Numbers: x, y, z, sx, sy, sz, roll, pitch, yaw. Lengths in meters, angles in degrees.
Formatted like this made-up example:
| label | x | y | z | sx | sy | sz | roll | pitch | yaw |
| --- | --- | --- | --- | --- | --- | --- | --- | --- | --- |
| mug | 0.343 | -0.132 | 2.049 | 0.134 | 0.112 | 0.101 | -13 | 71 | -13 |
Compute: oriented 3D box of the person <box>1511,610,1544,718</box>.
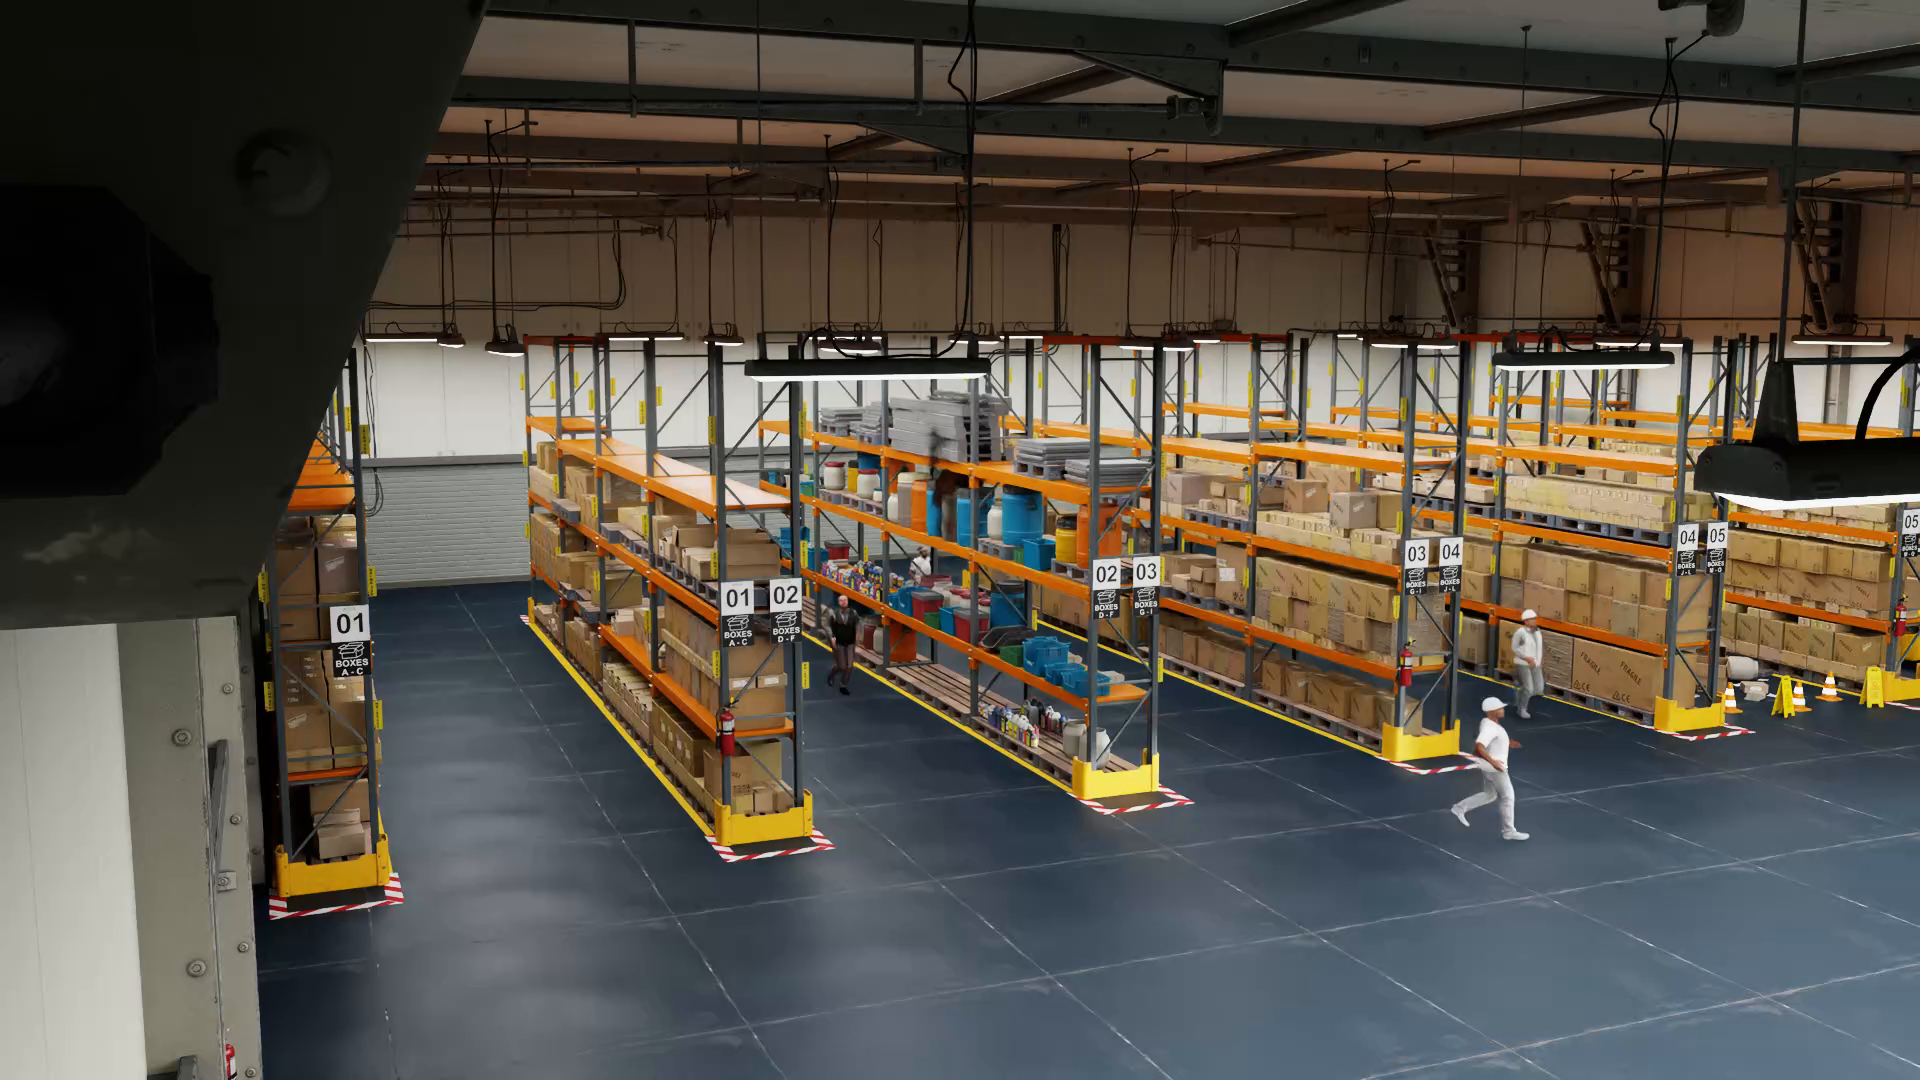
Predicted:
| label | x | y | z | sx | sy | sz | roll | pitch | yaw |
| --- | --- | --- | --- | --- | --- | --- | --- | --- | --- |
| person | 9.053 | 1.963 | 26.497 | 0.692 | 1.729 | 0.599 | -4 | 9 | -27 |

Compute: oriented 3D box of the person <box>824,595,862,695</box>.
| label | x | y | z | sx | sy | sz | roll | pitch | yaw |
| --- | --- | --- | --- | --- | --- | --- | --- | --- | --- |
| person | -1.965 | 1.762 | 28.193 | 0.656 | 1.696 | 0.627 | -3 | 8 | -22 |

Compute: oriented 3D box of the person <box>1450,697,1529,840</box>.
| label | x | y | z | sx | sy | sz | roll | pitch | yaw |
| --- | --- | --- | --- | --- | --- | --- | --- | --- | --- |
| person | 6.484 | 2.774 | 20.267 | 0.931 | 1.747 | 0.713 | 1 | 8 | 11 |

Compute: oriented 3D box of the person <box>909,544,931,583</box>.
| label | x | y | z | sx | sy | sz | roll | pitch | yaw |
| --- | --- | --- | --- | --- | --- | --- | --- | --- | --- |
| person | -0.752 | 0.909 | 34.728 | 0.575 | 1.661 | 0.560 | -5 | 9 | -35 |
